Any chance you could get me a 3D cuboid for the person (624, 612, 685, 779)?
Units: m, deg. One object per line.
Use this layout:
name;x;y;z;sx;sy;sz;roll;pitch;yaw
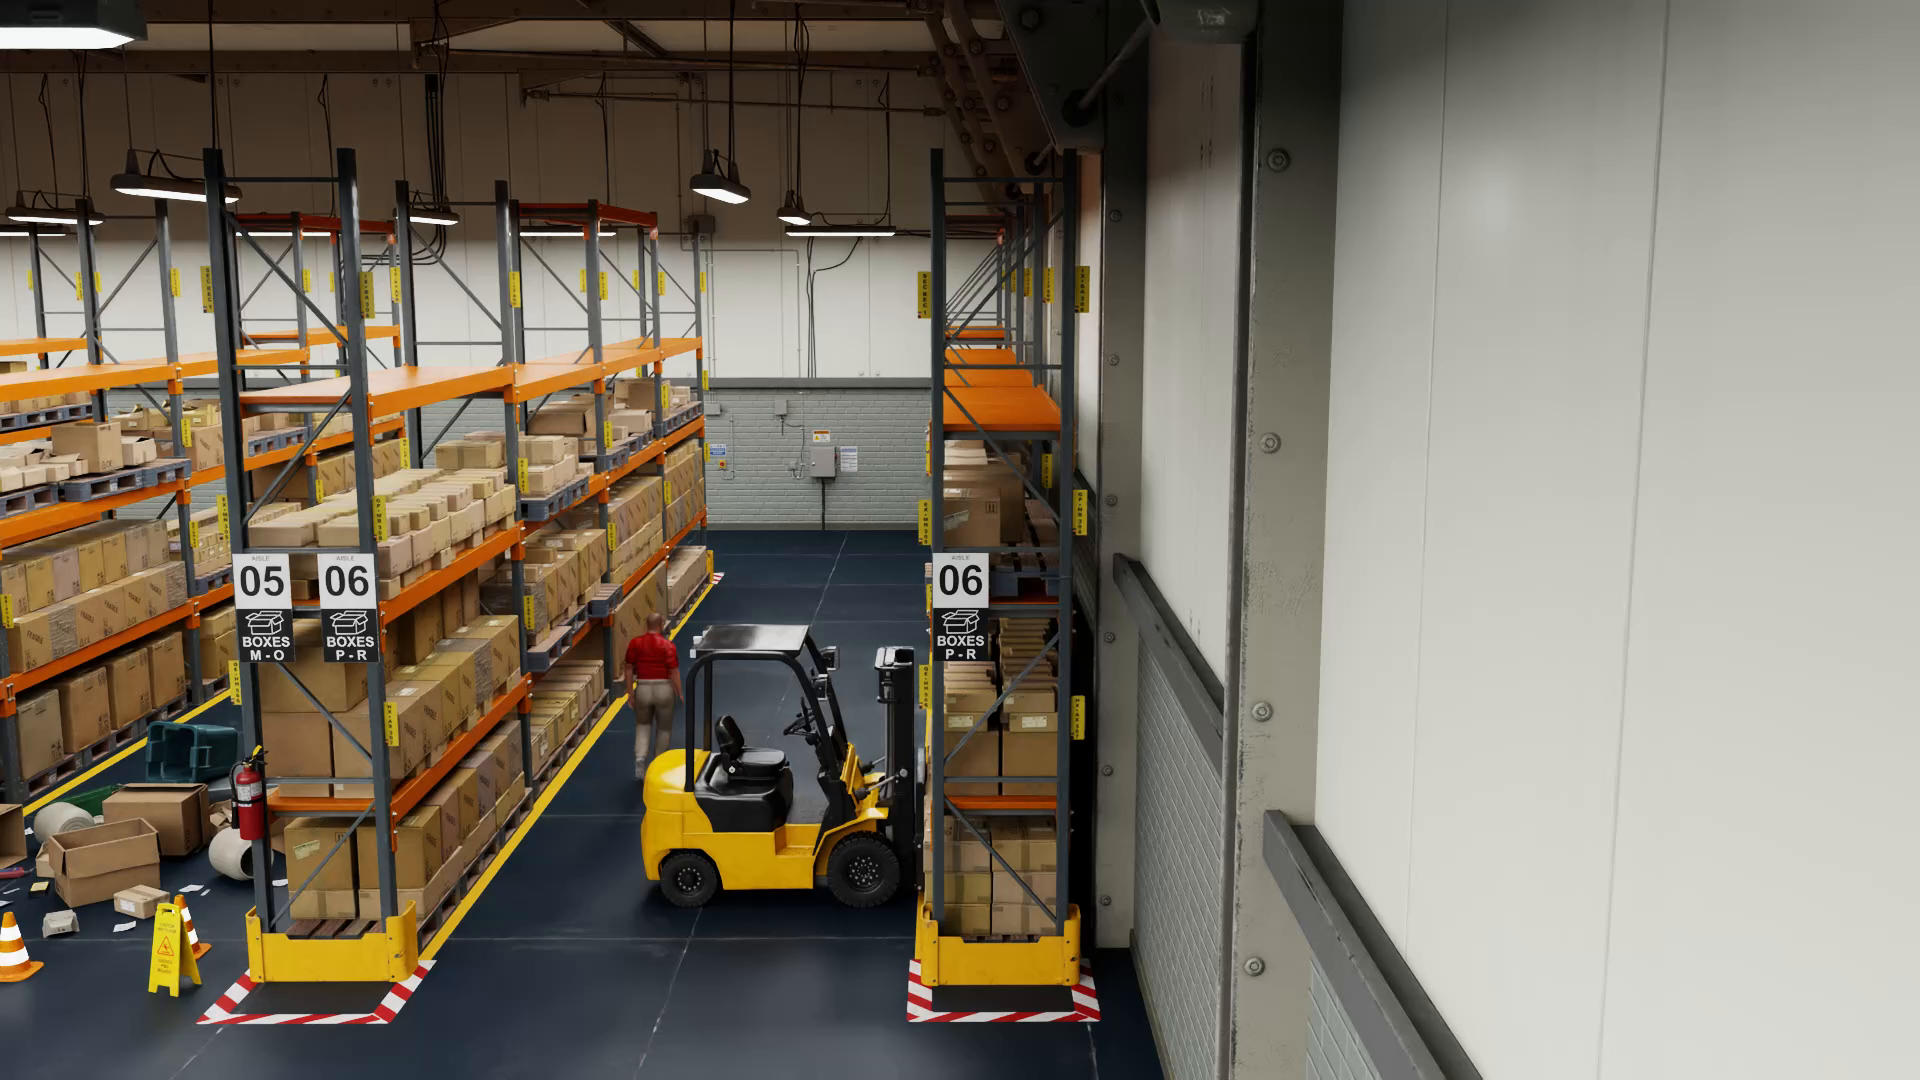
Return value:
person;-3.126;1.600;17.011;0.596;1.729;0.491;1;9;3
